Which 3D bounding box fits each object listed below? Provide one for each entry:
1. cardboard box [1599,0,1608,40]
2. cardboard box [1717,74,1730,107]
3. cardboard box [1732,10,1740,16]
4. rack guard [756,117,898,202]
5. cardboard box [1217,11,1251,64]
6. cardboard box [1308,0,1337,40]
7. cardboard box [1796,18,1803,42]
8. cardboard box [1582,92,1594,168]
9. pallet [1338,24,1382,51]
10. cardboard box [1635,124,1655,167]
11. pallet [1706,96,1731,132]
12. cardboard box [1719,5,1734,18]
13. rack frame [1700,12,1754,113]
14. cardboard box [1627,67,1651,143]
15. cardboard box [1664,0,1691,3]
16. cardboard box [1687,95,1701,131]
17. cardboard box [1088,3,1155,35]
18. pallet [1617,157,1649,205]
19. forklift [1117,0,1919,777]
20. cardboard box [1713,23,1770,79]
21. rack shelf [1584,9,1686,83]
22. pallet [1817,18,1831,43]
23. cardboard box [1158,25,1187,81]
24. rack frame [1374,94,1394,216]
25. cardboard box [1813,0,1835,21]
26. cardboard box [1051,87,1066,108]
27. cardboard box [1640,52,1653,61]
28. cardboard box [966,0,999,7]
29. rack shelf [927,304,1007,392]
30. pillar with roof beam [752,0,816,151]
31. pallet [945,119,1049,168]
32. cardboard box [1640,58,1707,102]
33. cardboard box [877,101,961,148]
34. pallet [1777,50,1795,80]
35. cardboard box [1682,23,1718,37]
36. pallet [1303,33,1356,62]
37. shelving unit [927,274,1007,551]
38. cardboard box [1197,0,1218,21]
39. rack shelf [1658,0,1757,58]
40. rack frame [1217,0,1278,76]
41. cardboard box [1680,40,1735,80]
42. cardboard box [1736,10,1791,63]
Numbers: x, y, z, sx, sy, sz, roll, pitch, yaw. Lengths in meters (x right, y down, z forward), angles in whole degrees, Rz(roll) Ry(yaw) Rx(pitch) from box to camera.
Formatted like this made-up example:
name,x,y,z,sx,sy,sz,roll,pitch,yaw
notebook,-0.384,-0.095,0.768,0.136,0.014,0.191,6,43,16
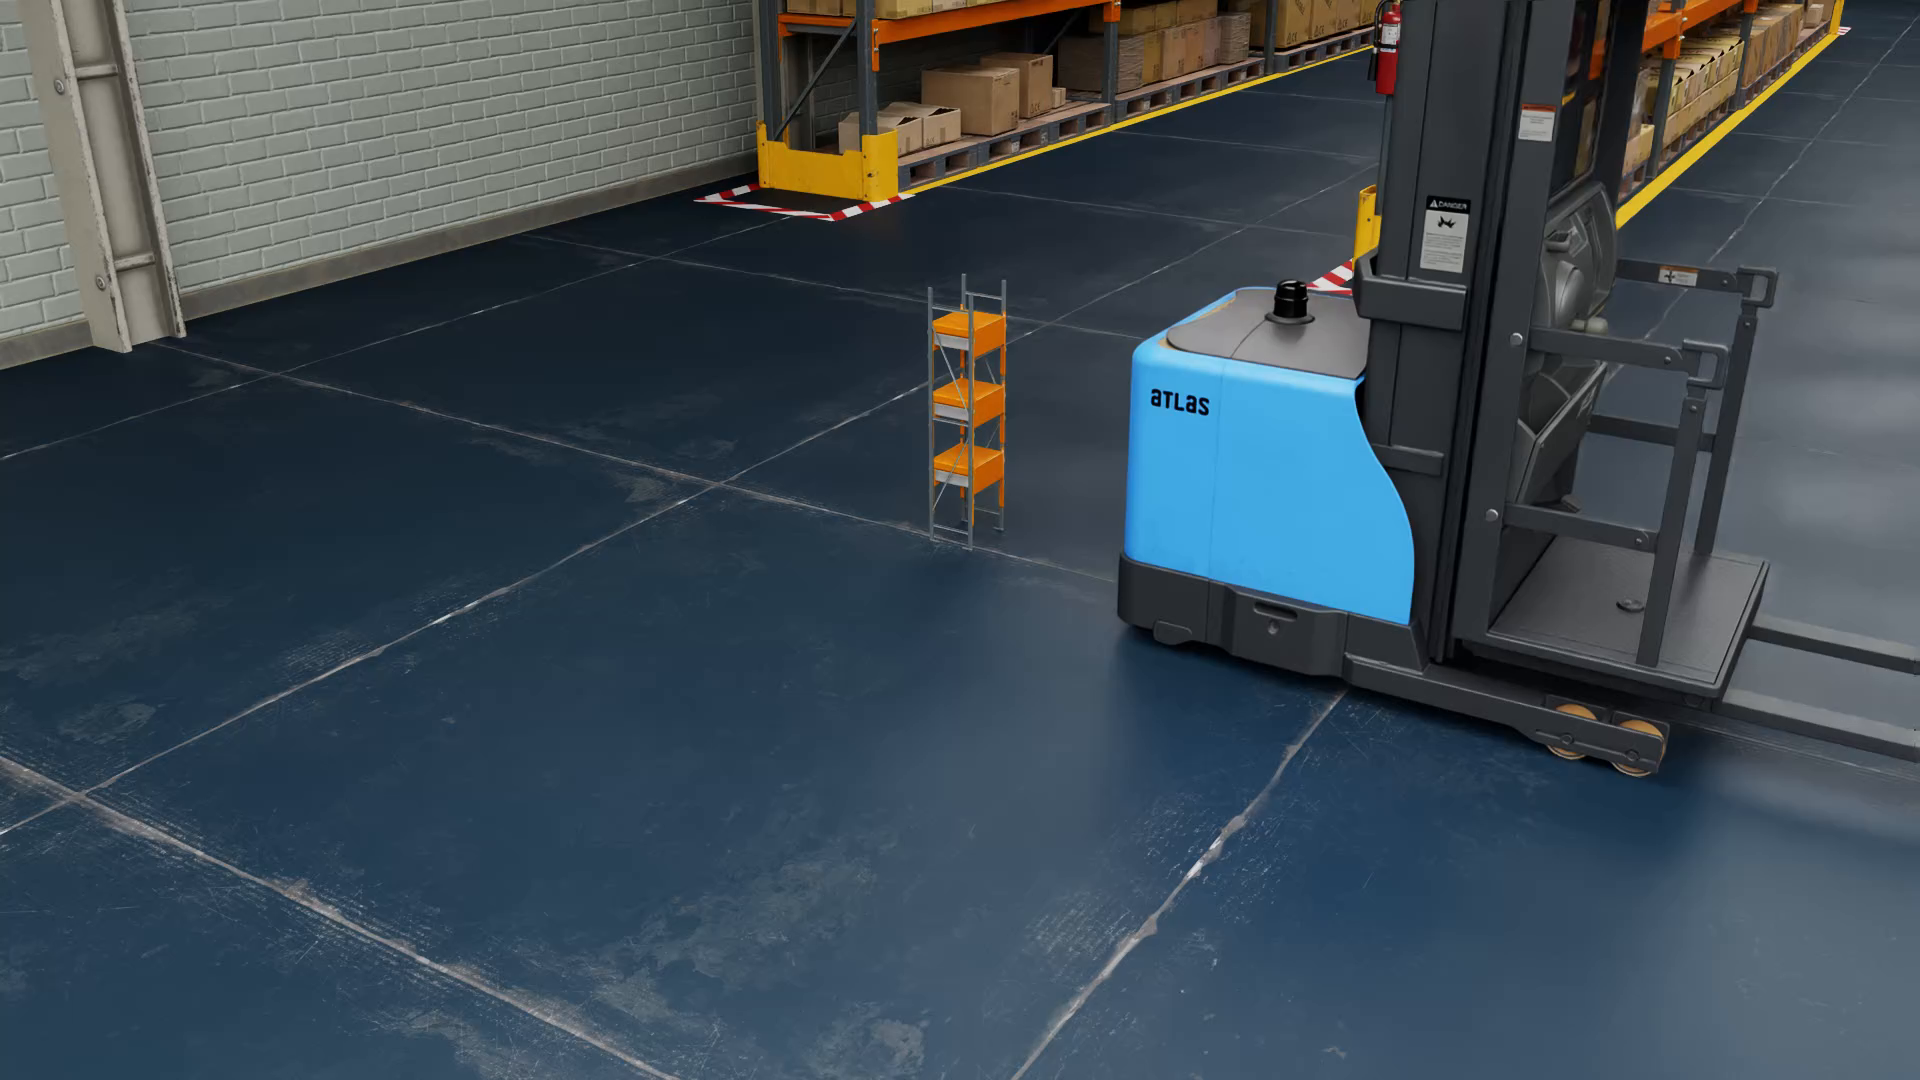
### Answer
name,x,y,z,sx,sy,sz,roll,pitch,yaw
cardboard box,4.199,-3.796,11.617,0.700,0.500,0.500,15,27,31
cardboard box,7.008,-4.300,15.839,0.500,0.250,0.500,14,27,28
cardboard box,8.453,-5.715,18.769,0.500,0.500,0.500,14,27,30
rack guard,-1.043,-2.987,13.021,1.175,0.500,0.348,14,27,29
cardboard box,2.801,-5.610,18.525,0.700,0.500,0.500,14,27,30
cardboard box,4.104,-6.530,20.236,0.750,0.750,0.750,14,27,29
cardboard box,9.863,-6.186,20.095,0.500,0.311,0.500,14,27,29
cardboard box,4.114,-2.822,11.482,0.500,0.500,0.500,14,27,29
pallet,4.904,-6.603,21.737,1.003,0.211,1.213,14,27,29
cardboard box,5.178,-3.151,13.185,0.500,0.250,0.500,14,27,29
pallet,6.880,-4.223,16.239,1.003,0.211,1.213,14,27,29
cardboard box,8.204,-5.902,18.256,0.500,0.250,0.500,13,27,28
rack frame,7.347,-5.772,16.308,1.000,3.000,0.127,14,27,29
cardboard box,4.905,-3.328,12.651,0.500,0.500,0.500,14,27,29
cardboard box,5.878,-4.563,13.831,0.380,0.149,0.250,14,27,29
cardboard box,6.202,-3.785,14.649,0.500,0.250,0.500,13,27,27
cardboard box,1.631,-5.259,16.771,0.500,0.250,0.500,13,27,28
pallet,4.782,-2.883,13.143,1.003,0.211,1.213,14,27,29
forklift,2.089,-0.864,5.057,3.031,2.935,1.130,14,27,29
cardboard box,8.102,-5.098,17.344,0.500,0.500,0.500,13,27,27
rack shelf,4.182,-3.417,11.773,1.077,0.370,4.000,14,27,29
pallet,11.107,-6.897,22.418,1.003,0.211,1.213,14,27,29
cardboard box,1.935,-5.114,17.381,0.700,0.500,0.500,14,27,30
rack frame,3.127,-3.072,10.070,1.000,3.000,0.127,14,27,29
cardboard box,11.490,-7.292,22.411,0.500,0.500,0.500,14,27,29
cardboard box,0.770,-4.174,15.628,0.380,0.166,0.250,10,25,22
cardboard box,6.010,-4.321,15.182,0.500,0.311,0.500,13,27,28
cardboard box,-0.020,-4.496,13.524,0.500,0.250,0.500,13,27,28
rack shelf,0.028,-0.751,6.475,0.215,0.259,0.240,14,27,29
pillar with roof beam,2.209,-6.377,10.154,9.100,9.000,0.400,14,27,29
pallet,0.060,-3.532,14.642,1.003,0.211,1.213,14,27,29
cardboard box,6.208,-4.040,14.534,0.500,0.311,0.500,13,27,27
cardboard box,-0.341,-3.484,13.853,0.500,0.311,0.500,16,28,33
pallet,9.060,-5.560,19.328,1.003,0.211,1.213,14,27,29
cardboard box,7.641,-5.192,17.560,0.500,0.500,0.500,15,28,31
pallet,4.261,-6.190,20.782,1.003,0.211,1.213,14,27,29
shelving unit,0.028,-0.500,6.583,0.215,1.050,0.252,14,27,29
cardboard box,2.448,-5.775,17.962,0.500,0.250,0.500,14,27,30
rack shelf,6.292,-4.767,14.891,1.077,0.370,4.000,14,27,29
rack frame,3.137,-6.809,18.703,1.000,3.000,0.127,14,27,29
cardboard box,7.012,-4.555,15.723,0.500,0.311,0.500,13,27,28
cardboard box,8.908,-5.616,18.540,0.500,0.500,0.500,14,27,30
